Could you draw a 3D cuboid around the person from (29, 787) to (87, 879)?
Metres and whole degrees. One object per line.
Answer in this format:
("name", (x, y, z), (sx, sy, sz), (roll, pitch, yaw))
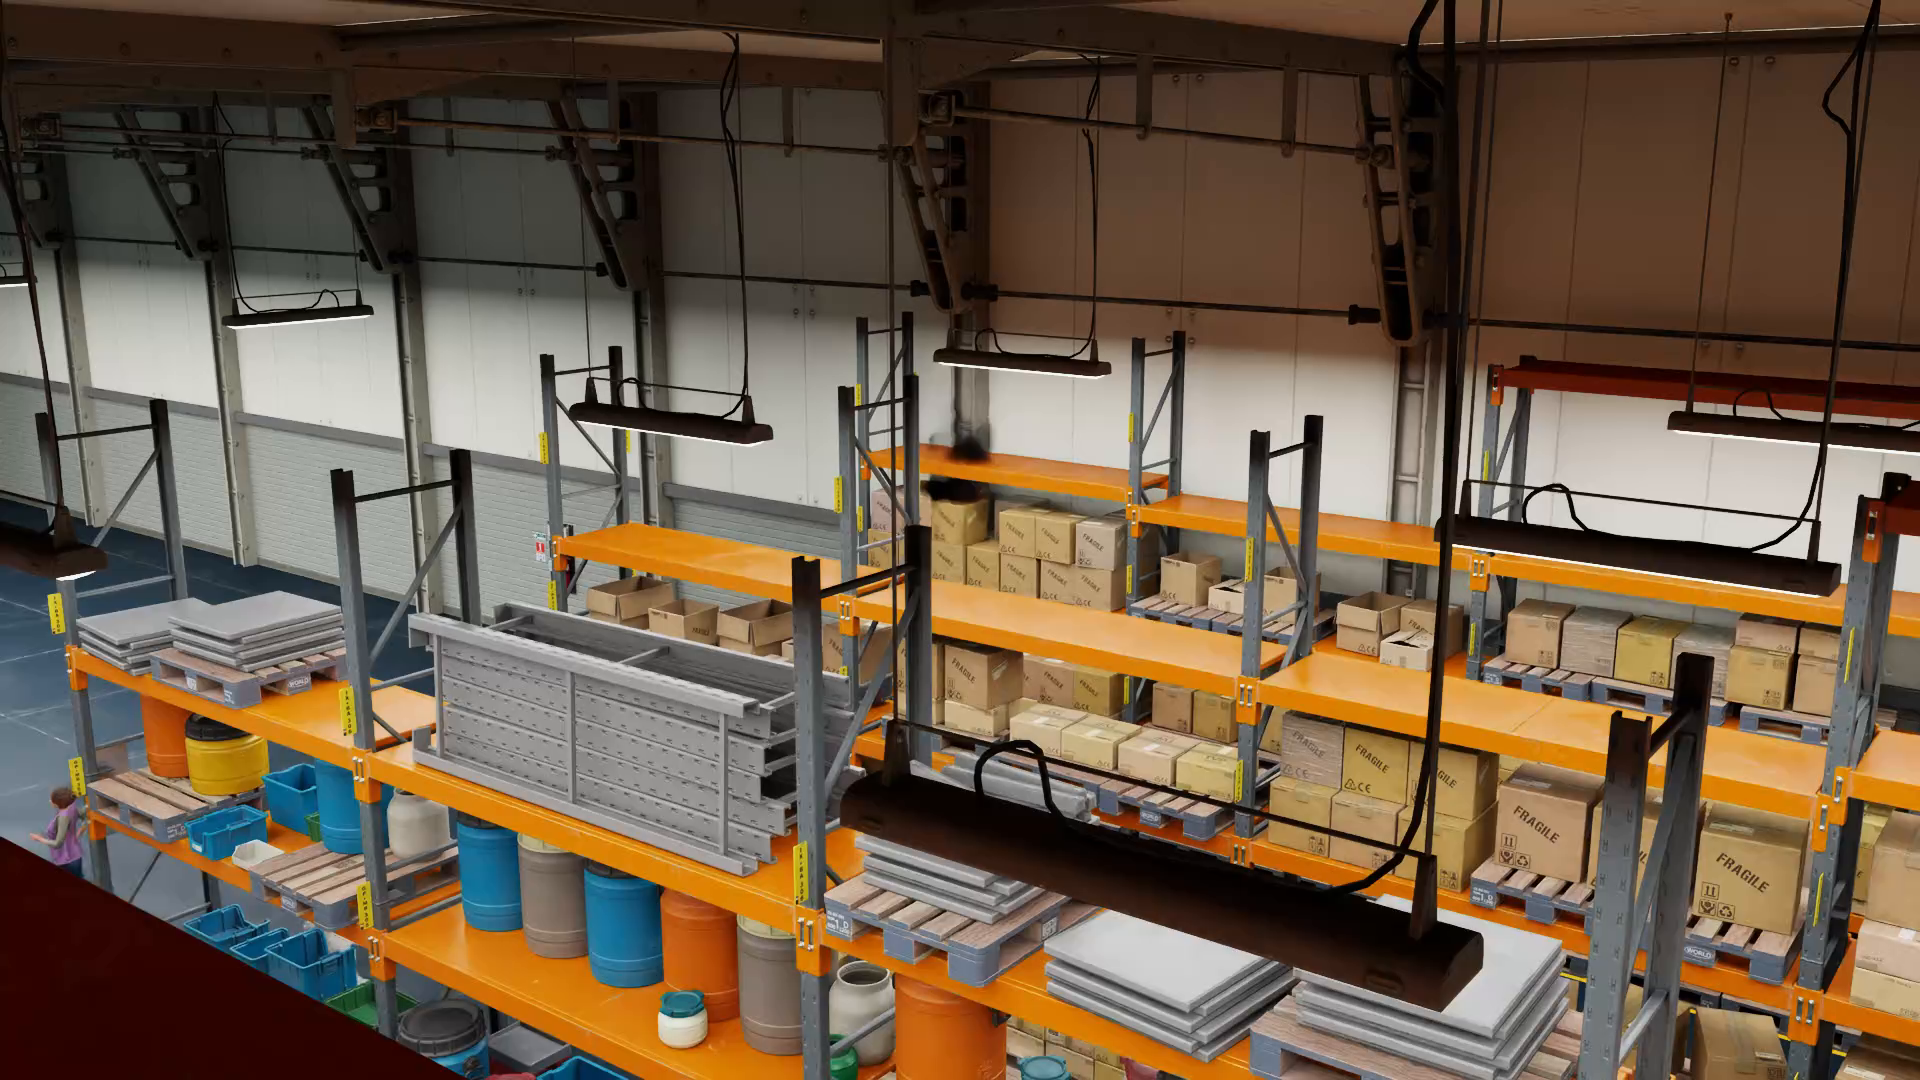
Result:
("person", (-9.256, 3.330, 17.302), (0.871, 1.582, 0.531), (-6, 14, -23))

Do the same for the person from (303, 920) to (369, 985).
("person", (-5.764, 3.661, 15.488), (0.686, 1.641, 0.754), (6, 14, 25))
